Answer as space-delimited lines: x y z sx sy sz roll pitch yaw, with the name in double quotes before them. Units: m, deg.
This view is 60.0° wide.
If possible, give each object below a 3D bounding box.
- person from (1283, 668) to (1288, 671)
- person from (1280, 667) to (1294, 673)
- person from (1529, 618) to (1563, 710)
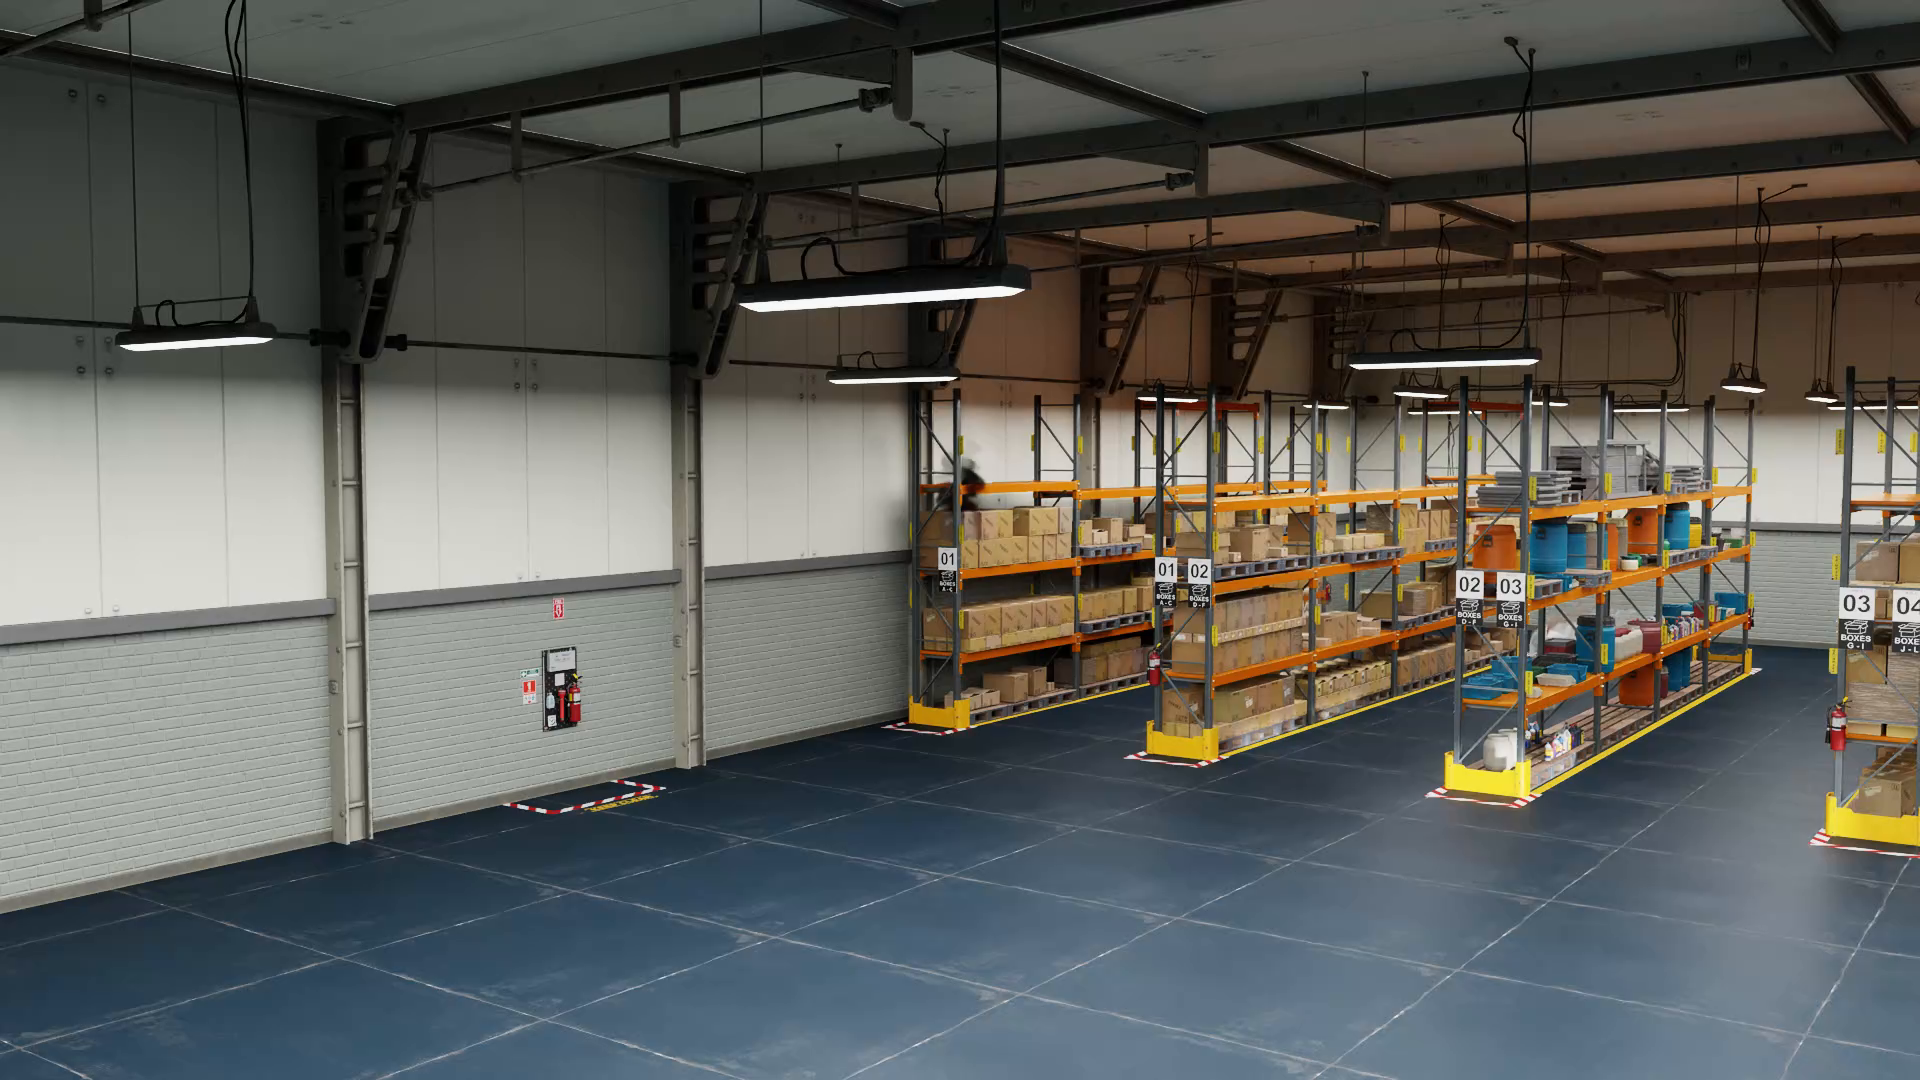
"person" 7.135 2.046 36.399 0.656 1.780 0.690 1 4 25
"person" 6.858 2.177 35.015 0.548 1.726 0.709 2 4 30
"person" 11.063 2.340 31.417 0.722 1.746 0.628 2 4 35
